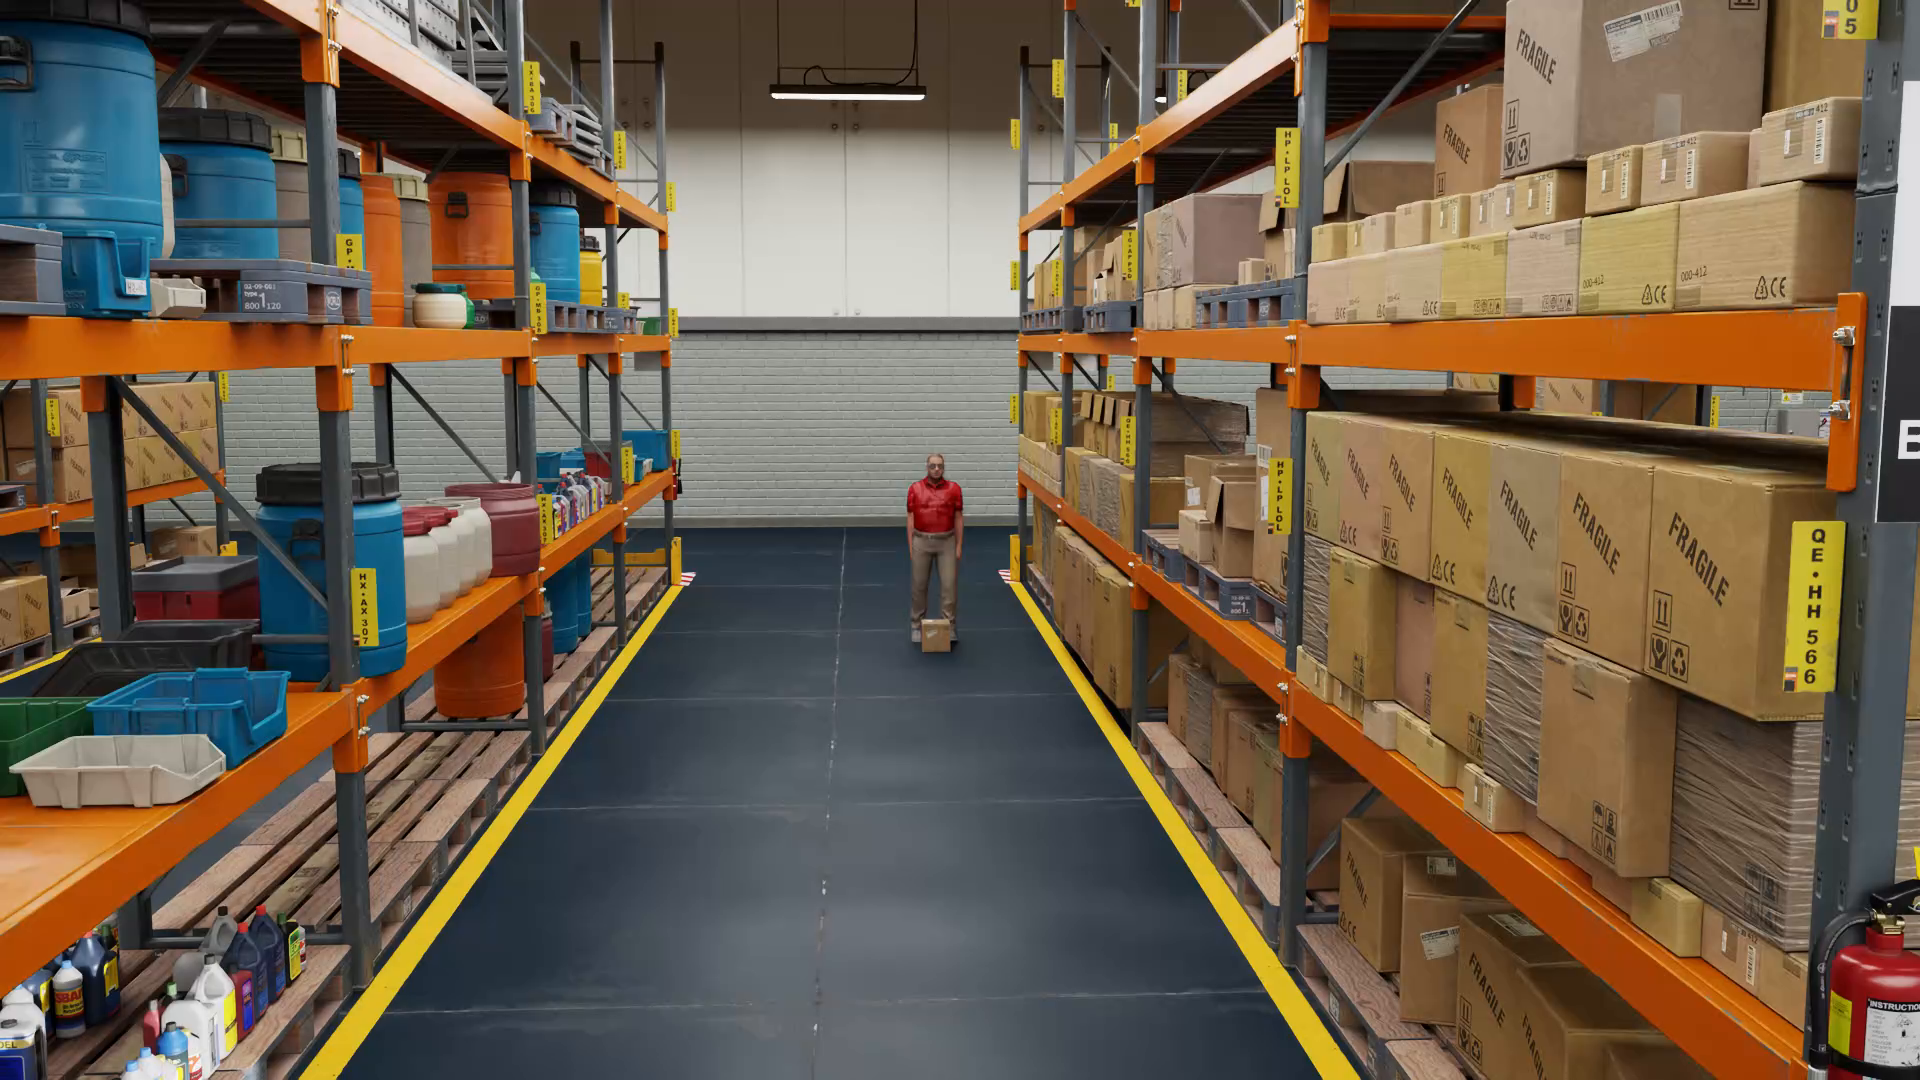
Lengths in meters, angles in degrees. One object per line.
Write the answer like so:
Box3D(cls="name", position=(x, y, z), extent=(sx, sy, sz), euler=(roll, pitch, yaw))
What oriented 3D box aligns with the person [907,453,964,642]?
Box3D(cls="person", position=(-0.225, 0.078, 15.267), extent=(0.525, 1.744, 0.415), euler=(0, 7, -2))
